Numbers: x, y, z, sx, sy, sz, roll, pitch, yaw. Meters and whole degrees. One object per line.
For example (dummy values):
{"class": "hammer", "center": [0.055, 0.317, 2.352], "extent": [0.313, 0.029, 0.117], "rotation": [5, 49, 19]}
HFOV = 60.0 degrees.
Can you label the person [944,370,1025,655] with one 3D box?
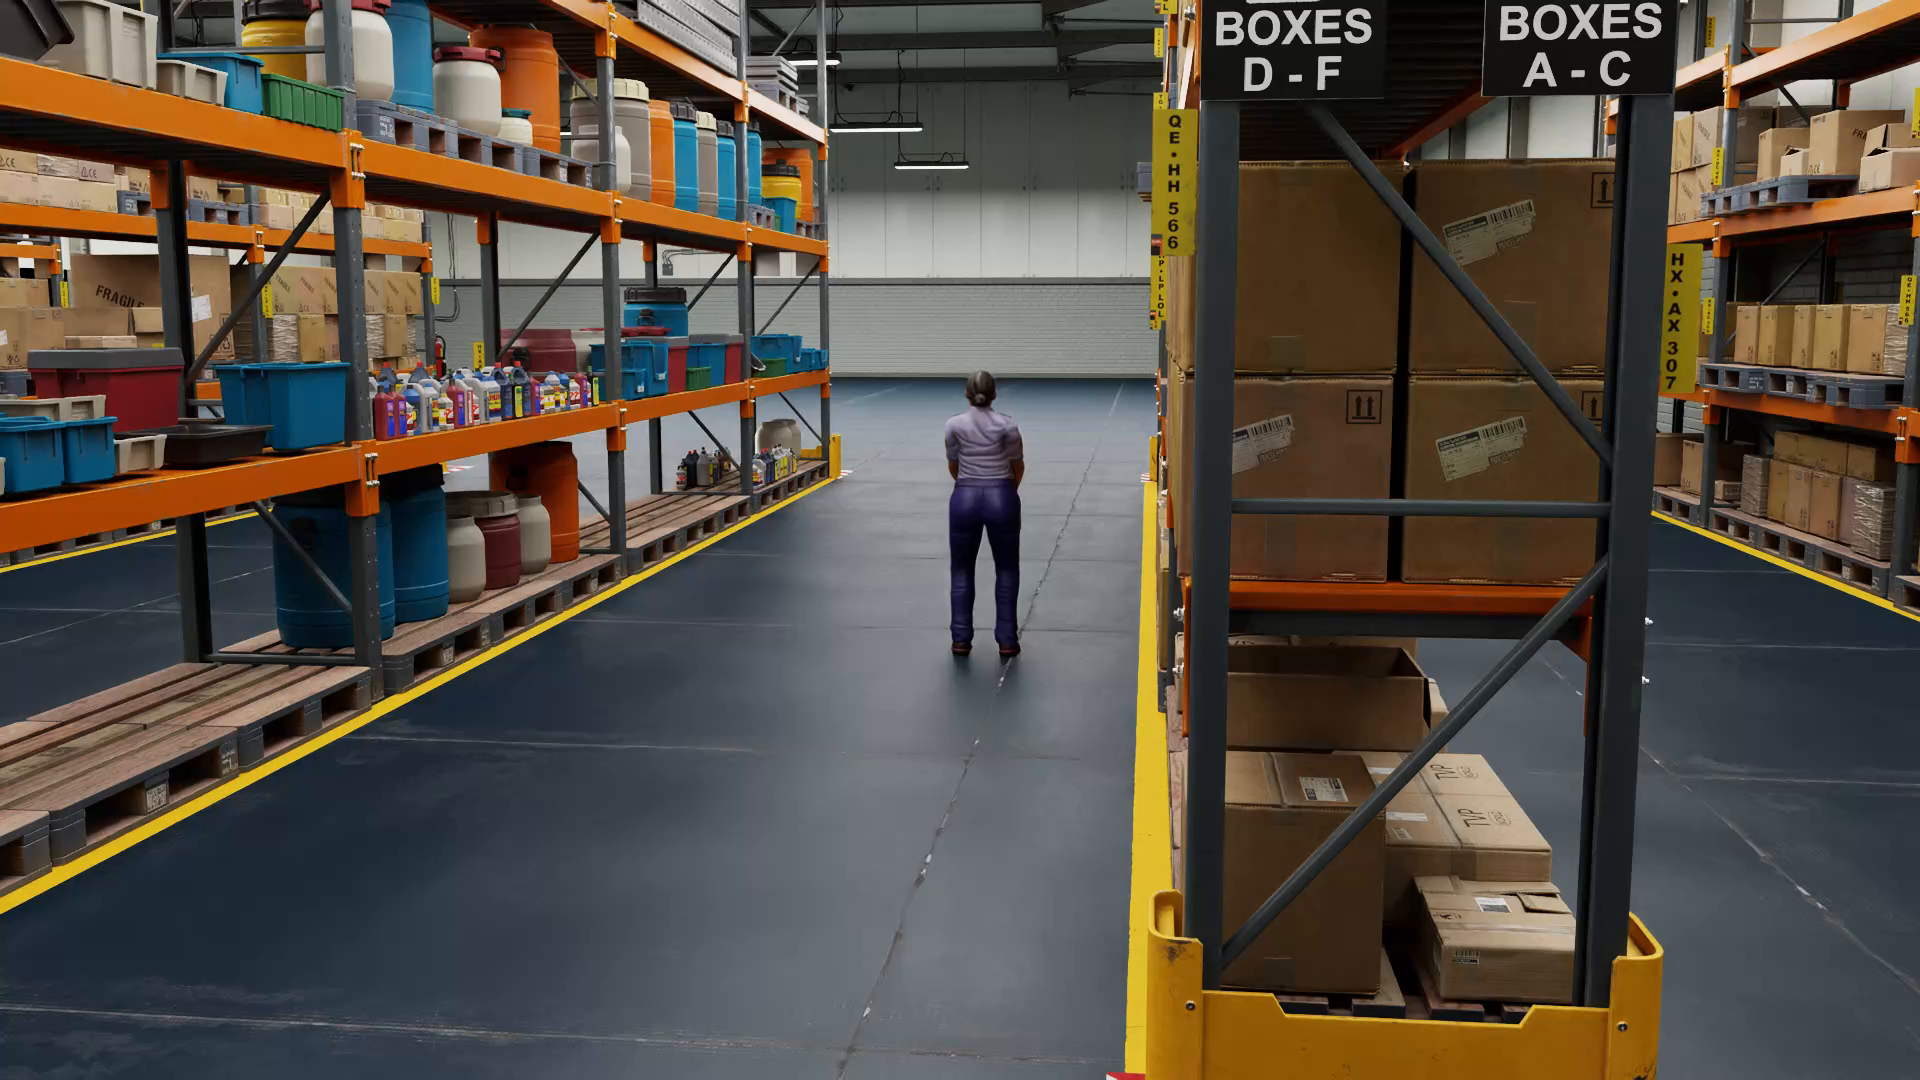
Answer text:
{"class": "person", "center": [0.149, -0.166, 9.628], "extent": [0.453, 1.638, 0.515], "rotation": [1, 8, 7]}
